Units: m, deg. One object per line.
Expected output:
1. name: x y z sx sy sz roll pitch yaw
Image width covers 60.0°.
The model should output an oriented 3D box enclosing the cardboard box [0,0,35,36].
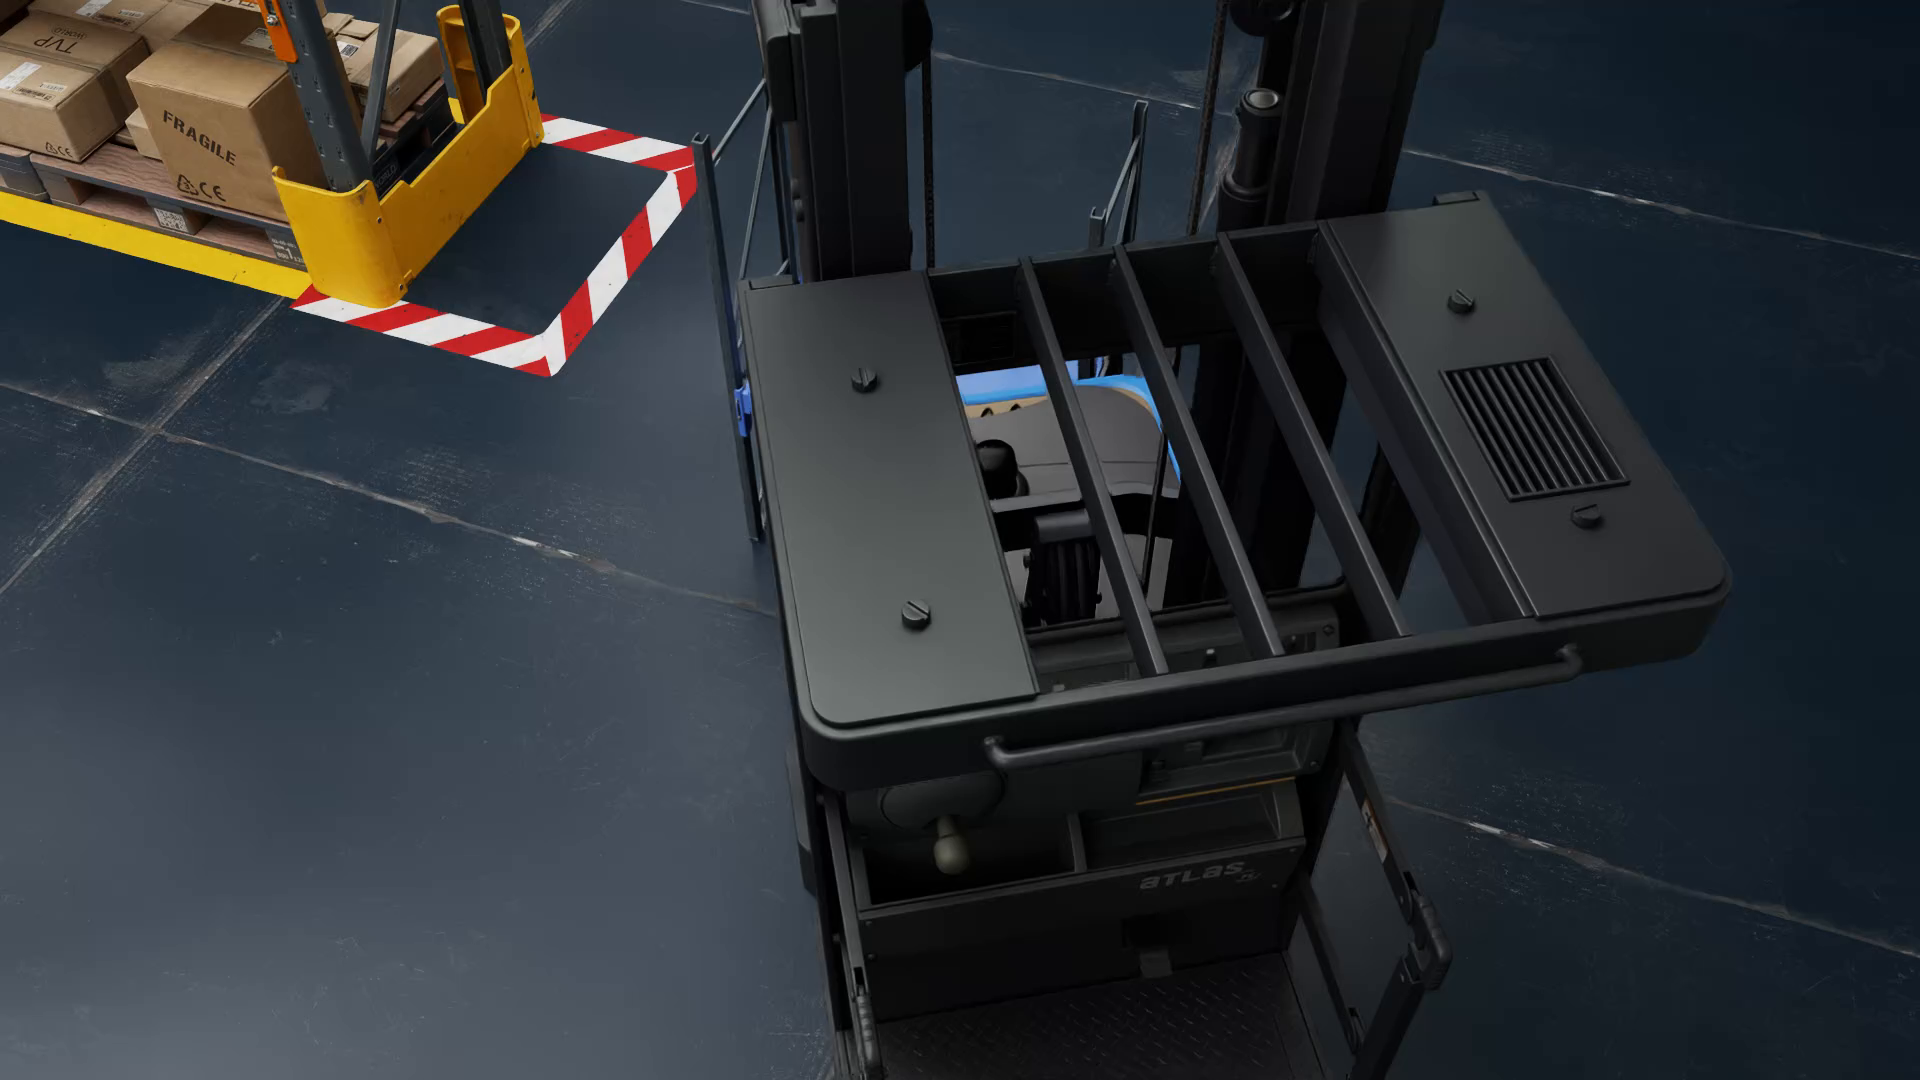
1. cardboard box: -3.923 -2.123 6.466 0.637 0.503 0.797 16 51 13

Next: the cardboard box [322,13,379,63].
1. cardboard box: -2.443 -1.872 6.472 0.250 0.166 0.380 16 51 13

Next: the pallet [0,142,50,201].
1. pallet: -3.895 -1.873 6.734 1.213 0.211 1.003 16 51 13

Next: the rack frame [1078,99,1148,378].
1. rack frame: 0.393 -0.448 4.646 0.032 1.500 0.500 13 50 11

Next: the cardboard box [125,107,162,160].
1. cardboard box: -2.879 -1.591 6.228 0.250 0.166 0.380 16 51 13

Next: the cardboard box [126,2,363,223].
1. cardboard box: -2.530 -1.531 5.955 0.500 0.500 0.500 16 51 13

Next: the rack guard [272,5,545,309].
1. rack guard: -2.006 -1.439 6.166 0.348 0.500 1.175 16 51 13

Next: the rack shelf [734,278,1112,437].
1. rack shelf: -0.093 -0.442 4.879 1.000 0.185 0.538 13 50 11

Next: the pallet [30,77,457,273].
1. pallet: -2.754 -1.552 6.456 1.213 0.211 1.003 16 51 13

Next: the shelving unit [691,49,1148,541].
1. shelving unit: -0.093 -0.560 4.743 1.048 1.500 0.538 13 50 11

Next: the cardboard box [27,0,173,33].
1. cardboard box: -3.284 -2.086 6.602 0.500 0.250 0.500 16 51 13

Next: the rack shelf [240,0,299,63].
1. rack shelf: -3.811 -2.526 5.930 4.000 0.370 1.077 16 51 13

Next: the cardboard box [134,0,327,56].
1. cardboard box: -2.815 -1.955 6.488 0.500 0.250 0.500 16 51 13

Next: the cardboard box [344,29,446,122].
1. cardboard box: -2.208 -1.801 6.421 0.250 0.149 0.380 16 51 13

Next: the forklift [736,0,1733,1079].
1. forklift: 0.284 0.471 2.902 1.130 2.935 3.031 -8 50 -7

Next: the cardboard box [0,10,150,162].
1. cardboard box: -3.411 -1.719 6.283 0.500 0.250 0.500 16 51 13

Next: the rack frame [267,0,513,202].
1. rack frame: -1.935 -2.237 5.204 0.127 3.000 1.000 16 51 13

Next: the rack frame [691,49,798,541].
1. rack frame: -0.579 -0.672 4.840 0.032 1.500 0.500 13 50 11
